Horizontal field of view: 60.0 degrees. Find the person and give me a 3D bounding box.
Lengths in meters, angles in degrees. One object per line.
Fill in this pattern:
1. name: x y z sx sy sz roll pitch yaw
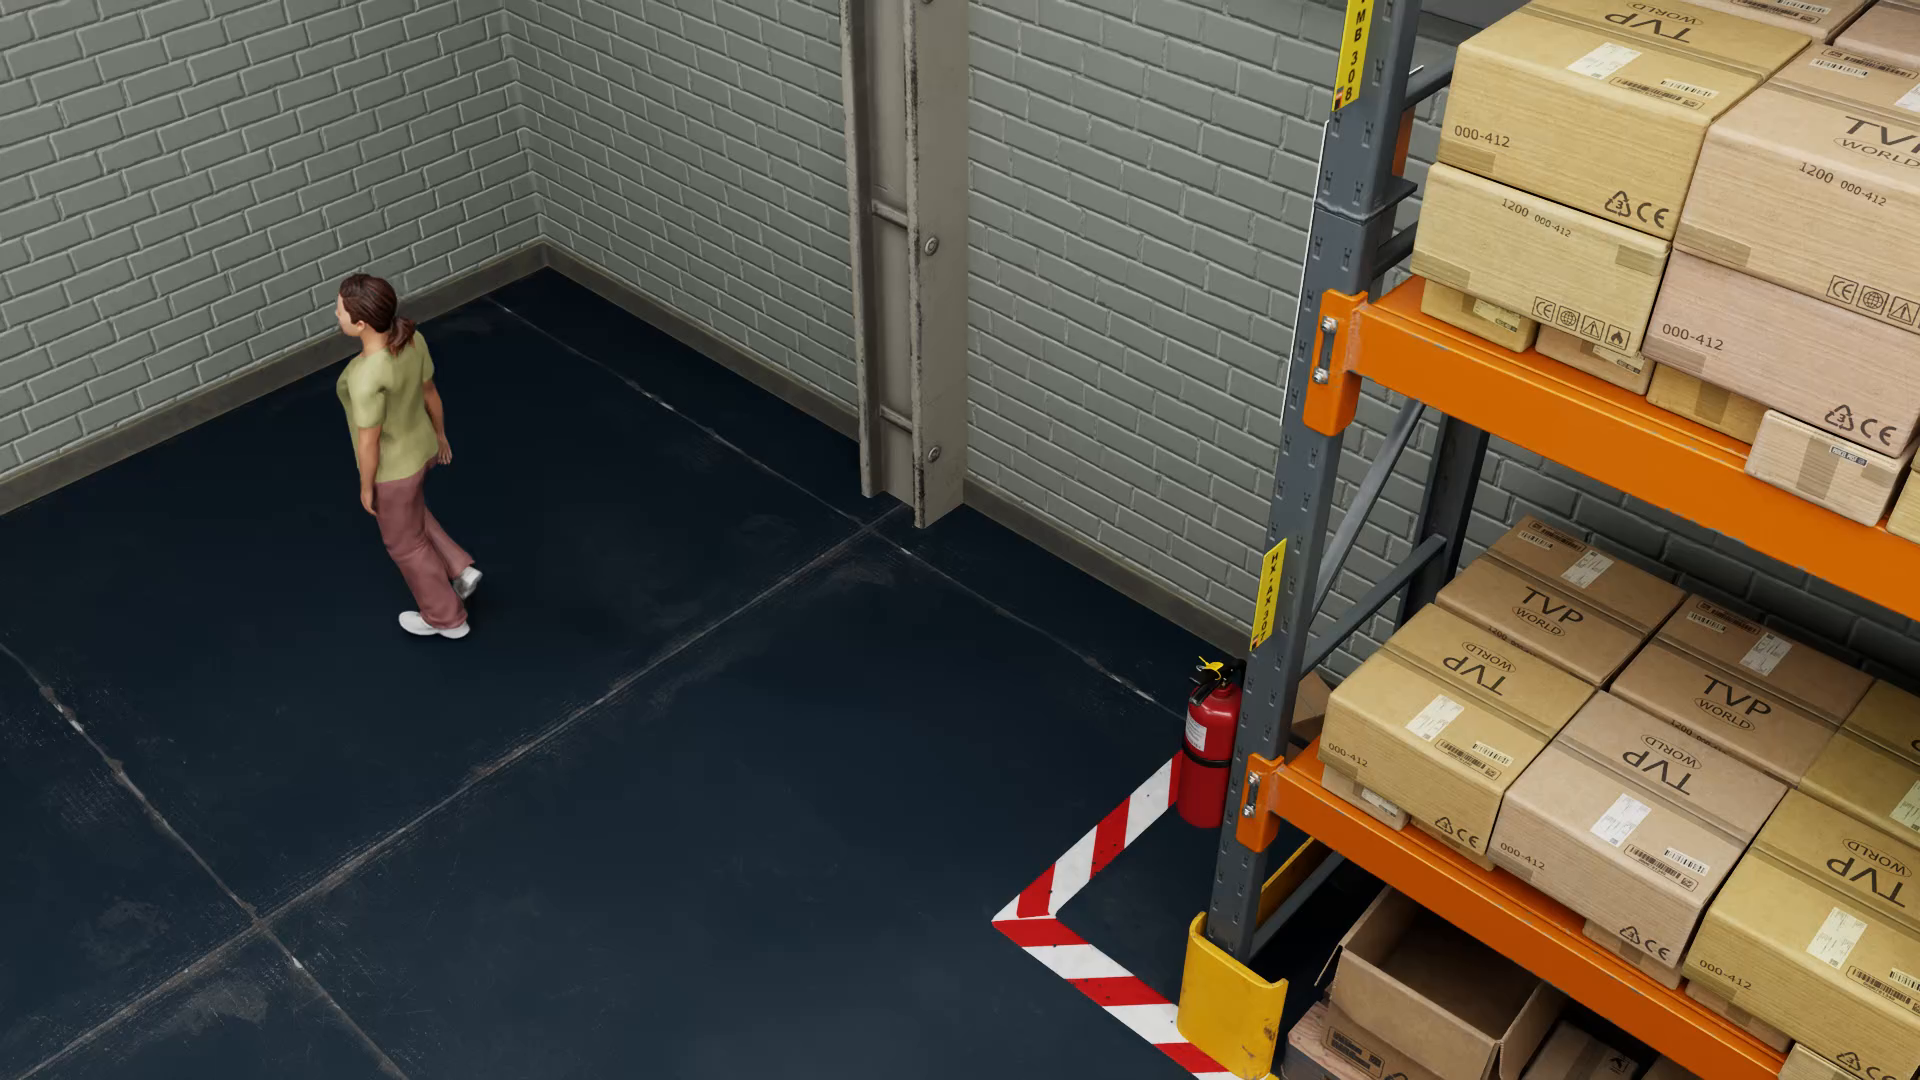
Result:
1. person: -2.213 -0.302 6.486 0.460 1.664 0.462 9 40 11
